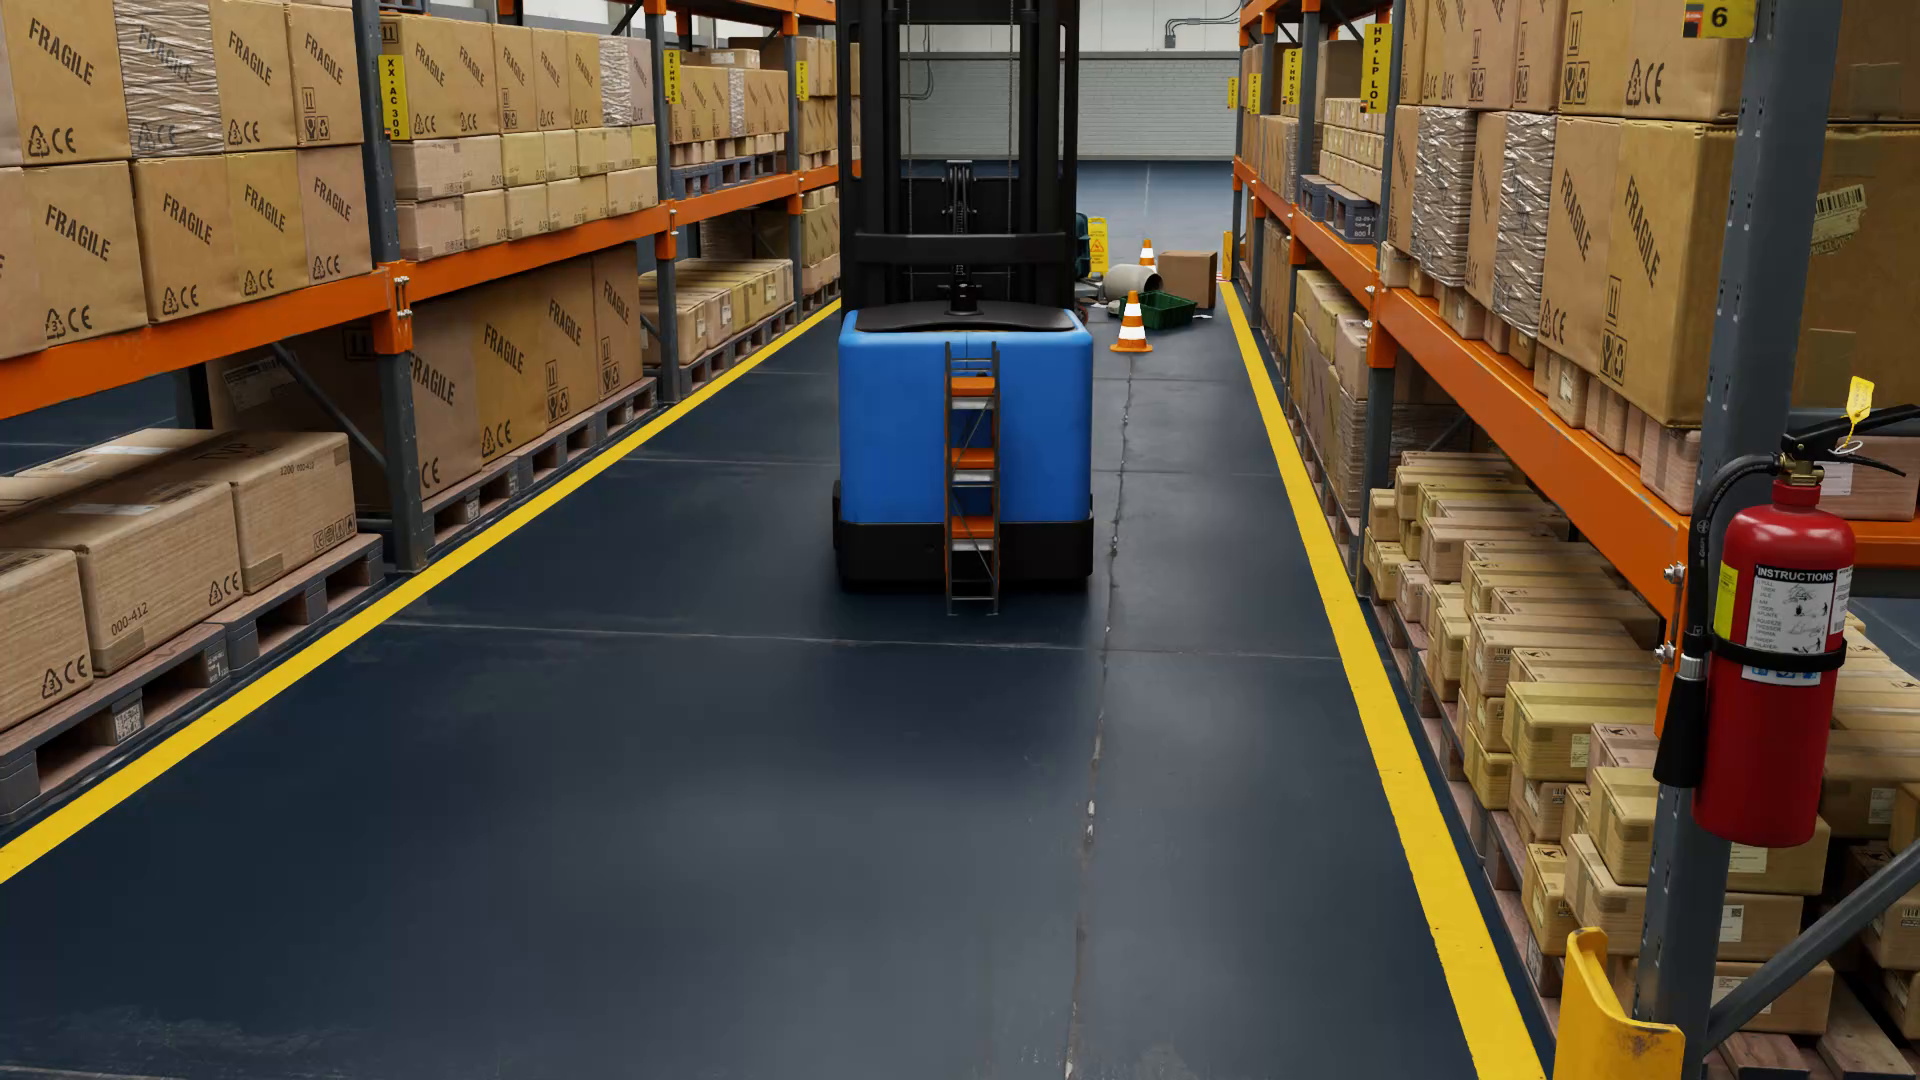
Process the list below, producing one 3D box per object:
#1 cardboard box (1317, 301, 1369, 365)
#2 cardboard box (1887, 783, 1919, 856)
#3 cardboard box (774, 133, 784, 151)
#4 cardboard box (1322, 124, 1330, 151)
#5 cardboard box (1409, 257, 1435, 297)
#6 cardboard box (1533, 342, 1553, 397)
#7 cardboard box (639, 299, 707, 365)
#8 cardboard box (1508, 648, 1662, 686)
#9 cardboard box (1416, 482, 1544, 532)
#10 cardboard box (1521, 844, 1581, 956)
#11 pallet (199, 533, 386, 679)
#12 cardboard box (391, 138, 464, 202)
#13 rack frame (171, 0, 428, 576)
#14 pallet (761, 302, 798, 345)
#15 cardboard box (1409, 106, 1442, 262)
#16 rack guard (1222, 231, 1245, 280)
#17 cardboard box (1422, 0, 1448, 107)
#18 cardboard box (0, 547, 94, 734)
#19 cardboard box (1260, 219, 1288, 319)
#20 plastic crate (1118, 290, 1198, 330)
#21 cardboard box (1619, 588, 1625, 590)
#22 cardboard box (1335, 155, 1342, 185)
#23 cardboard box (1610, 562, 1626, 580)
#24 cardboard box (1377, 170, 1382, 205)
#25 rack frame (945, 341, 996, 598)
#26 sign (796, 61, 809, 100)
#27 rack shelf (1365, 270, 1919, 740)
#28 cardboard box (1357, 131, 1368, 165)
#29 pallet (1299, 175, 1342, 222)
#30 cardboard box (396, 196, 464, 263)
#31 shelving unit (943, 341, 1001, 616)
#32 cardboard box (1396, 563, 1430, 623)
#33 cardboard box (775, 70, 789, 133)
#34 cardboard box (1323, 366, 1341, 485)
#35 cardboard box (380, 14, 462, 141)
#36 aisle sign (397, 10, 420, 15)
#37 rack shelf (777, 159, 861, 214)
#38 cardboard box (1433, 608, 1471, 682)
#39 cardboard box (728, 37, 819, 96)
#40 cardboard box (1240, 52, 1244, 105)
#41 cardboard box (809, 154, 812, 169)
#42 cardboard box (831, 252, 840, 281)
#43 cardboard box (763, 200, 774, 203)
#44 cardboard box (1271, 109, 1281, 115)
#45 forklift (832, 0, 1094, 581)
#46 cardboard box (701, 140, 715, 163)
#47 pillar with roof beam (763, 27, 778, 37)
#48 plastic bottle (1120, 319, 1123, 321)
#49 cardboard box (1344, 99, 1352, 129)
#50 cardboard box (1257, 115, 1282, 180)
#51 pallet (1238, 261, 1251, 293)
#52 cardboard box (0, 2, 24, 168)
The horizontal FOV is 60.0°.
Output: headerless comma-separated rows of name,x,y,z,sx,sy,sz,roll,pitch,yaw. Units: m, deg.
cardboard box,2.071,-1.033,8.285,0.500,0.250,0.500,1,15,4
cardboard box,2.067,0.594,3.238,0.380,0.149,0.250,1,15,4
cardboard box,-1.689,-3.339,13.939,0.380,0.149,0.250,2,15,7
cardboard box,2.319,-2.347,9.703,0.380,0.149,0.250,2,15,9
cardboard box,1.809,-0.950,5.910,0.380,0.149,0.250,2,15,8
cardboard box,1.569,-0.402,3.882,0.380,0.149,0.250,1,15,4
cardboard box,-2.283,-1.442,11.477,0.950,0.372,0.625,1,15,2
cardboard box,1.559,0.375,4.046,0.380,0.149,0.250,1,15,4
cardboard box,1.807,-0.098,5.795,0.380,0.149,0.250,1,15,5
cardboard box,1.451,0.794,3.635,0.380,0.149,0.250,2,15,8
pallet,-2.972,0.217,6.454,1.003,0.211,1.213,2,15,6
cardboard box,-2.479,-1.599,7.157,0.500,0.250,0.500,1,15,5
rack frame,-2.808,-1.324,6.811,1.000,3.000,0.127,2,15,6
pallet,-1.992,-1.851,14.102,1.003,0.211,1.213,2,15,6
cardboard box,1.766,-1.147,5.394,0.500,0.500,0.500,2,15,6
rack guard,3.478,-3.116,18.228,1.175,0.500,0.348,2,15,6
cardboard box,1.785,-1.634,5.282,0.500,0.500,0.500,1,15,5
cardboard box,-3.190,0.336,4.777,0.875,0.438,0.875,2,15,8
cardboard box,3.044,-2.232,13.676,1.050,0.750,0.750,2,15,6
plastic crate,1.742,-2.033,14.711,0.450,0.188,0.662,22,25,31
cardboard box,2.186,0.255,5.060,0.380,0.149,0.250,1,15,4
cardboard box,2.232,-2.003,9.001,0.380,0.149,0.250,2,15,9
cardboard box,2.284,0.052,5.240,0.380,0.149,0.250,1,15,4
cardboard box,2.028,-1.526,7.238,0.380,0.149,0.250,2,15,6
rack frame,0.042,-0.272,6.657,0.200,1.050,0.008,0,15,-2
sign,-1.354,-3.942,14.276,0.100,0.325,0.005,2,15,6
rack shelf,1.896,-0.338,4.545,1.077,0.370,4.000,2,15,6
cardboard box,2.115,-1.880,7.976,0.380,0.149,0.250,2,15,7
pallet,2.598,-1.961,9.536,1.213,0.211,1.003,2,15,6
cardboard box,-2.496,-1.358,7.224,0.500,0.250,0.500,1,15,5
shelving unit,0.046,-0.240,6.540,0.215,1.050,0.252,0,15,-2
cardboard box,1.755,0.189,5.873,0.380,0.149,0.250,2,15,6
cardboard box,-1.730,-3.667,13.910,0.500,0.500,0.500,1,15,5
cardboard box,2.013,-0.533,7.870,0.500,0.500,0.500,1,15,5
cardboard box,-2.473,-1.960,7.058,0.500,0.500,0.500,2,15,7
aisle sign,-6.087,-5.845,18.550,0.394,0.787,0.004,2,15,6
rack shelf,-1.680,-3.570,16.497,1.077,0.370,4.000,2,15,6
cardboard box,1.599,0.310,4.856,0.380,0.149,0.250,2,15,7
cardboard box,-1.641,-4.181,14.701,0.700,0.500,0.500,2,15,6
cardboard box,3.395,-4.815,17.367,0.875,0.550,0.550,2,15,6
cardboard box,-1.575,-3.487,15.291,0.380,0.149,0.250,2,15,6
cardboard box,-1.465,-2.696,16.348,0.500,0.250,0.500,1,15,6
cardboard box,-1.993,-3.062,16.265,0.500,0.500,0.500,3,15,9
cardboard box,3.054,-3.448,14.378,0.875,0.550,0.550,2,15,6
forklift,-0.019,-1.577,7.881,1.130,2.935,3.031,0,15,-2
cardboard box,-1.942,-2.734,11.704,0.380,0.149,0.250,2,15,7
pillar with roof beam,-0.375,-13.421,40.057,9.100,9.000,0.400,2,15,6
plastic bottle,1.556,-1.977,14.855,0.133,0.061,0.283,-6,16,-23
cardboard box,2.209,-2.224,8.677,0.380,0.149,0.250,2,15,9
cardboard box,2.697,-3.199,13.554,0.500,0.500,0.500,2,15,7
pallet,3.463,-2.761,17.468,1.003,0.211,1.213,2,15,6
cardboard box,-2.821,-1.201,4.251,0.500,0.500,0.500,2,15,6
